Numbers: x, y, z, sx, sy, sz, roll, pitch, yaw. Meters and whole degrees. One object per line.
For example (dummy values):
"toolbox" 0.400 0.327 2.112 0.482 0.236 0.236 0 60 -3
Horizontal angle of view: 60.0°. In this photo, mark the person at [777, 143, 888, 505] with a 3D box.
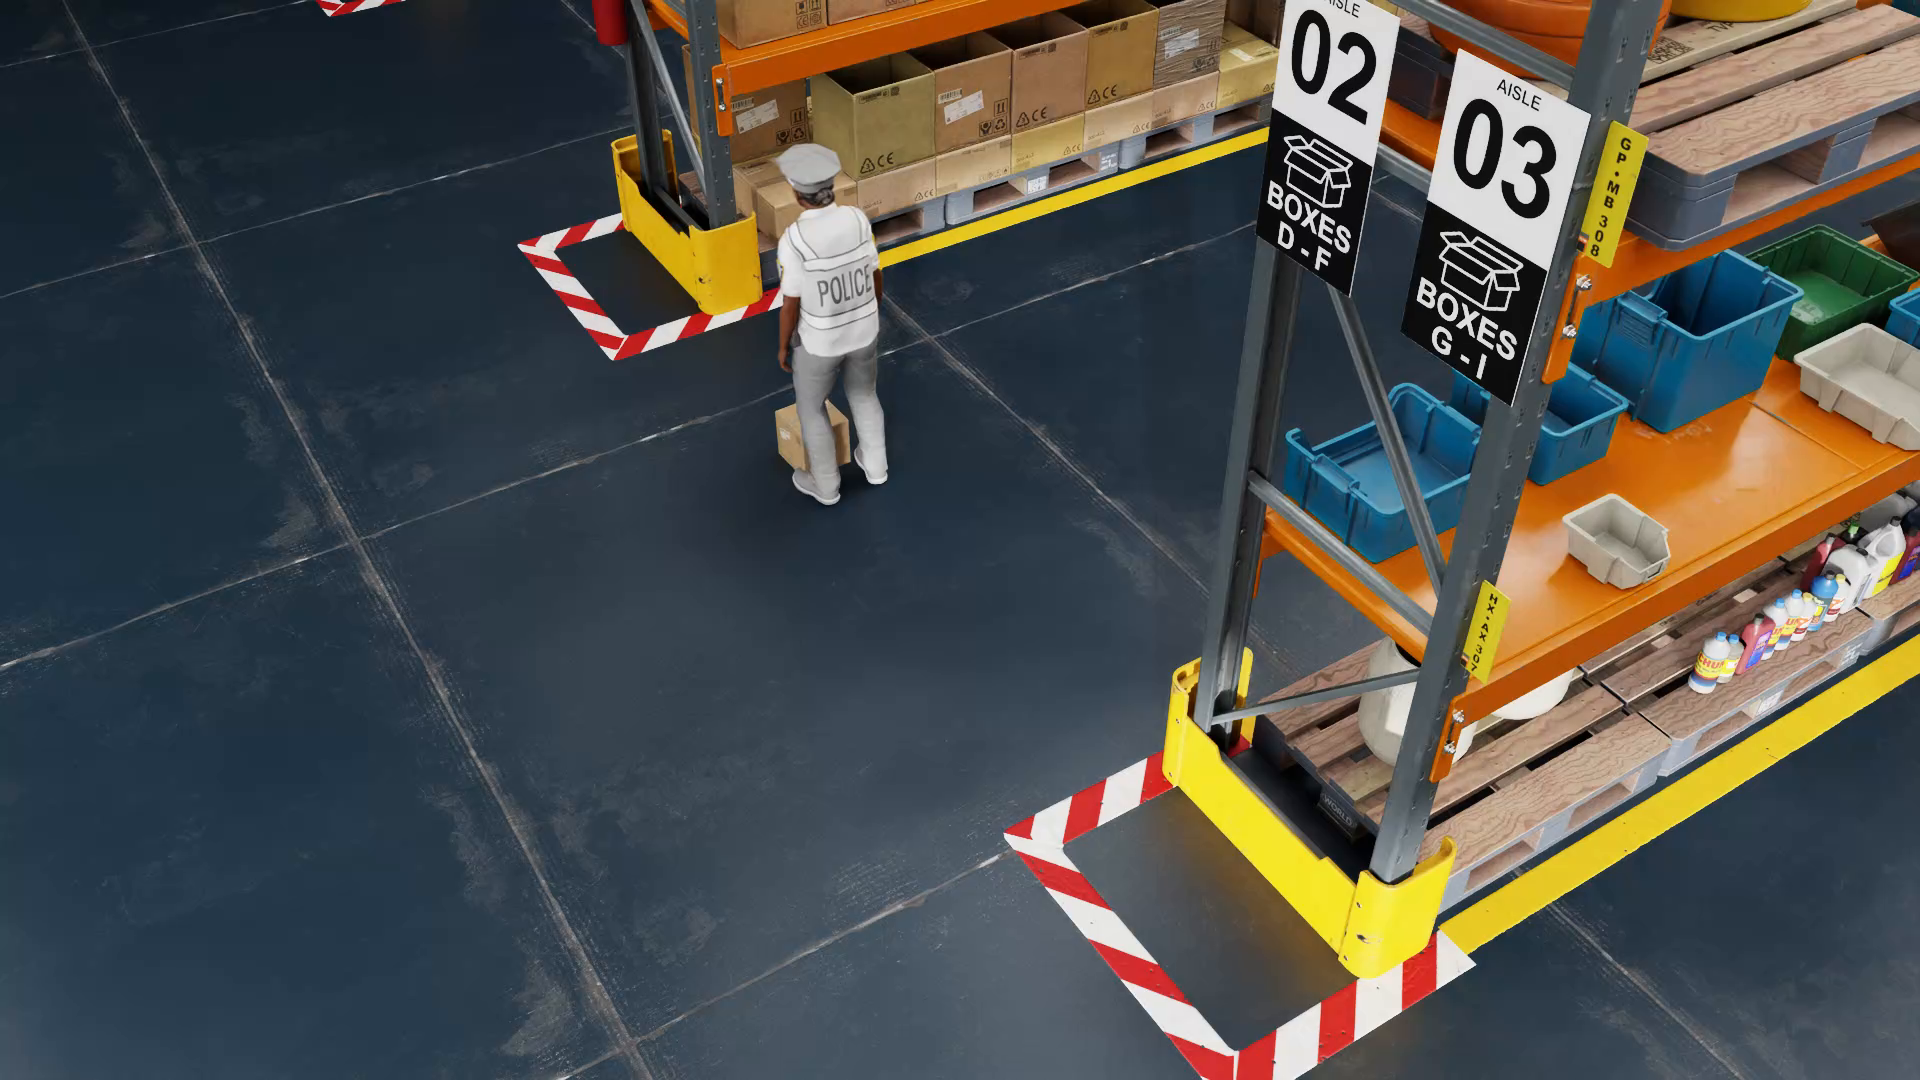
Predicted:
"person" -0.550 -0.889 7.181 0.505 1.657 0.392 -22 46 -24
